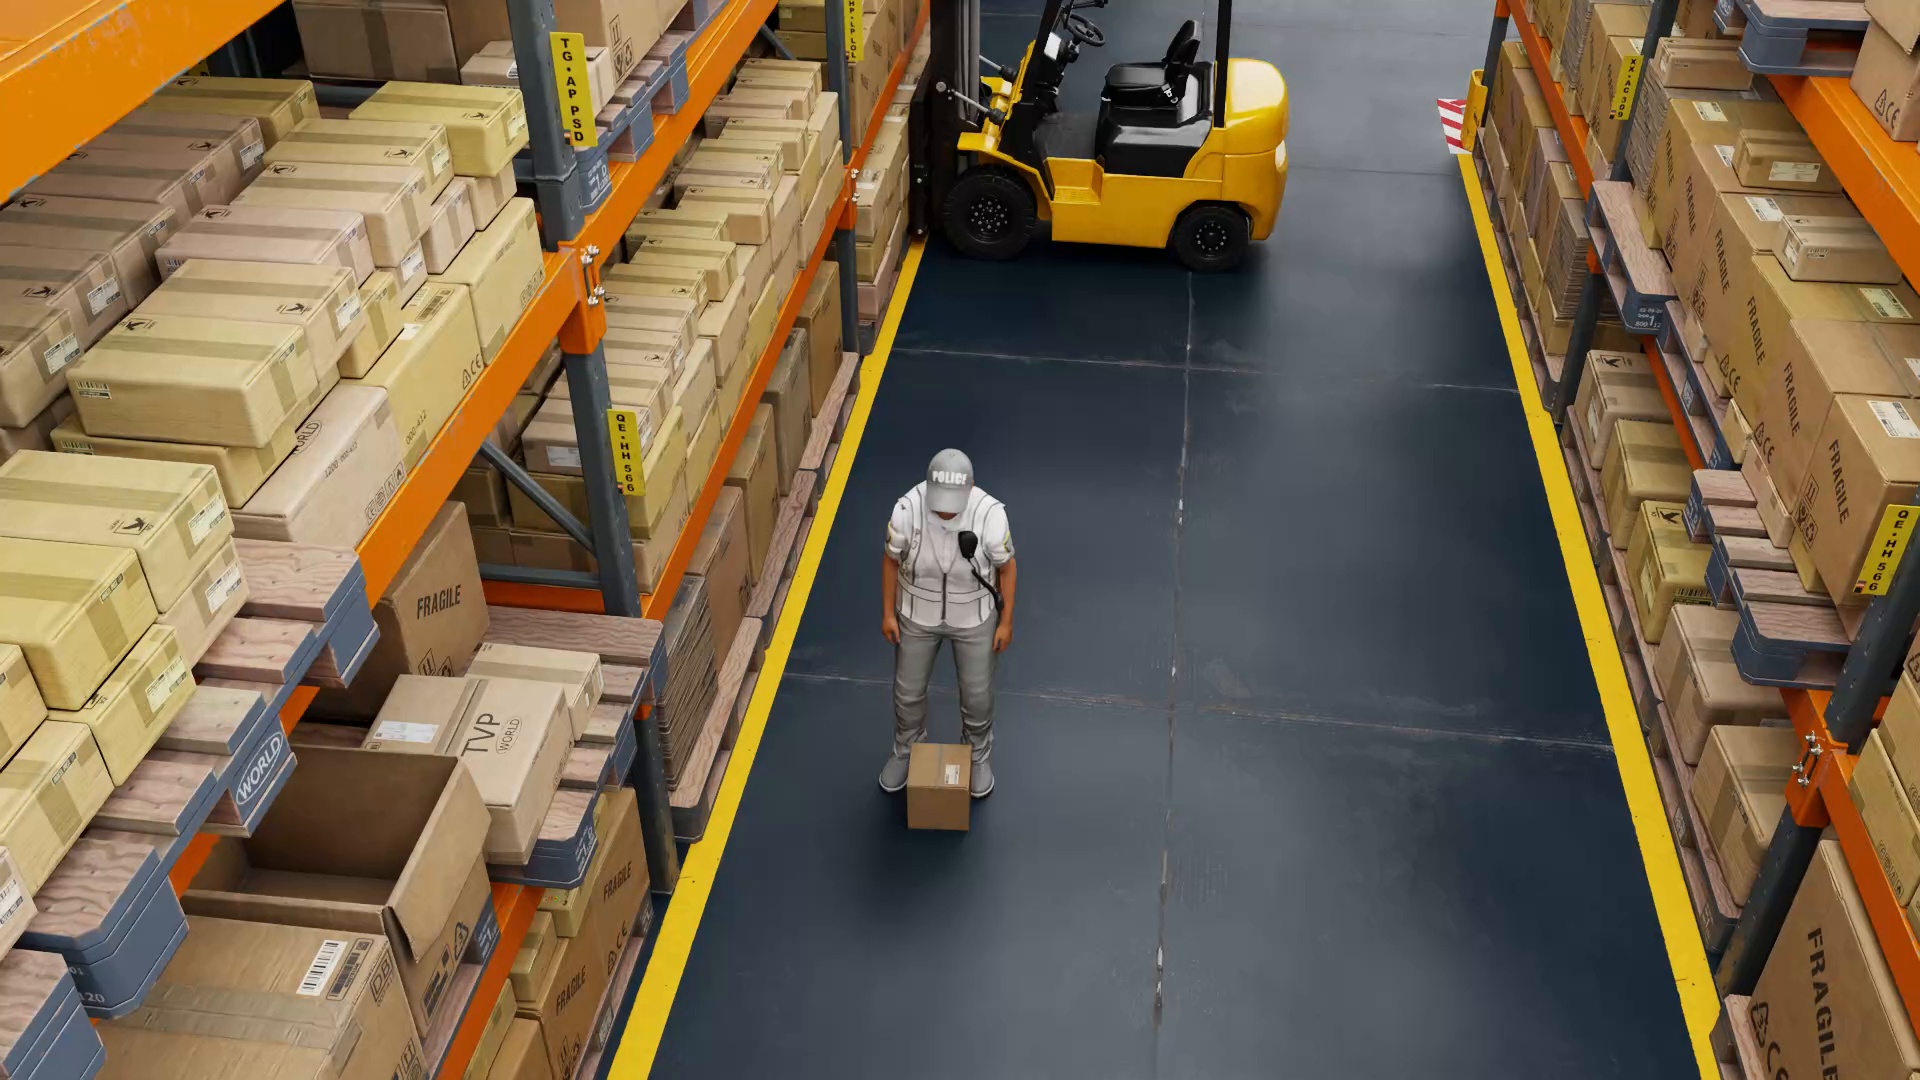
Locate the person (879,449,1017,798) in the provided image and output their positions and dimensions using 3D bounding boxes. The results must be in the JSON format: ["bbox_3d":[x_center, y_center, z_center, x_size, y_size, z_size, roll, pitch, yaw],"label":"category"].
[{"bbox_3d":[-0.059,0.319,6.599,0.550,1.666,0.473,4,37,5],"label":"person"}]
